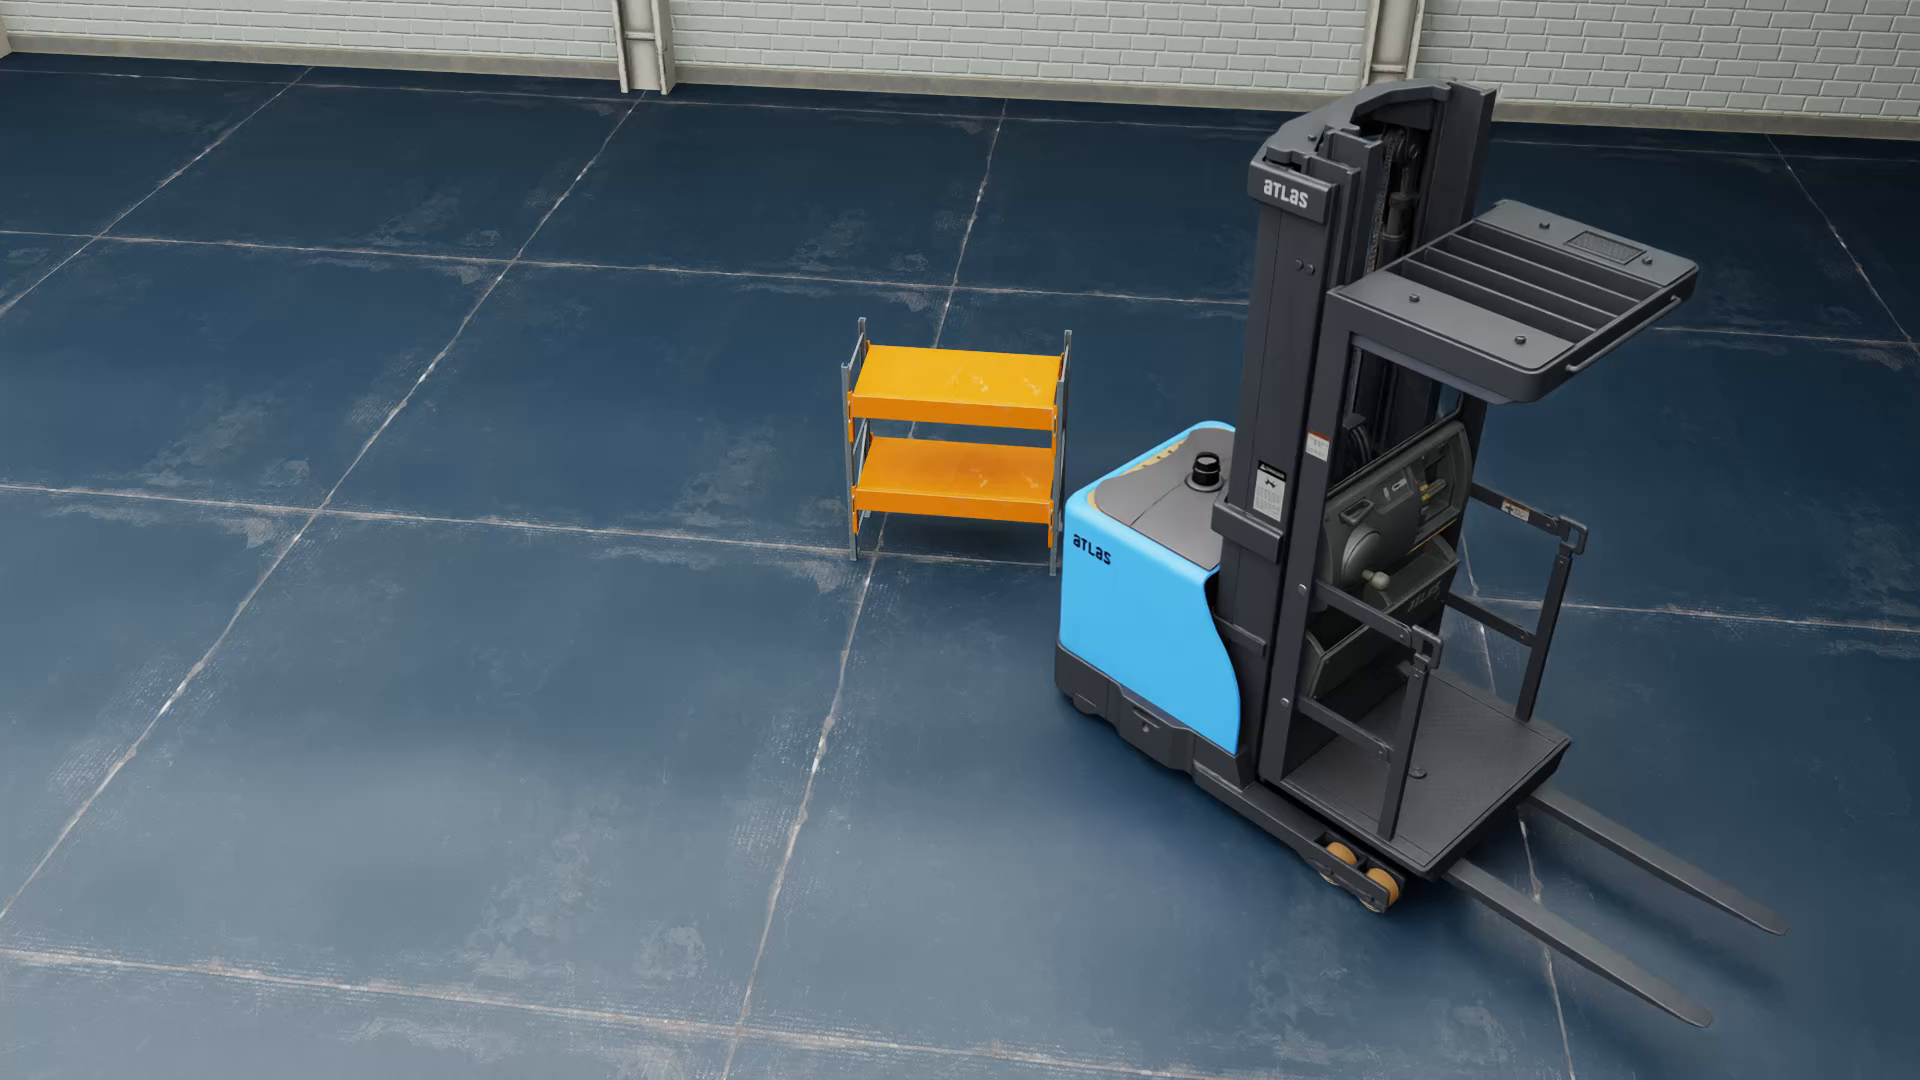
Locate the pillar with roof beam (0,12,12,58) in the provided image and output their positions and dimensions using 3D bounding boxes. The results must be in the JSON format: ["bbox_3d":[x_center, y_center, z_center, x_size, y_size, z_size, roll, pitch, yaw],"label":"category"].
[{"bbox_3d":[-9.101,-5.423,8.459,0.400,9.000,9.100,4,36,6],"label":"pillar with roof beam"}]

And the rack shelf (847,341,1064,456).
[{"bbox_3d":[-0.007,-0.697,8.111,1.000,0.278,0.538,4,36,6],"label":"rack shelf"}]

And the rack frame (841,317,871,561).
[{"bbox_3d":[-0.511,-0.496,8.334,0.032,1.125,0.500,4,36,6],"label":"rack frame"}]

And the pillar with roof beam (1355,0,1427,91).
[{"bbox_3d":[2.802,-4.535,7.215,0.400,9.000,9.100,4,36,6],"label":"pillar with roof beam"}]

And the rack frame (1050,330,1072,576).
[{"bbox_3d":[0.498,-0.421,8.228,0.032,1.125,0.500,4,36,6],"label":"rack frame"}]

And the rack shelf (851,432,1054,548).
[{"bbox_3d":[-0.007,-0.259,8.423,1.000,0.278,0.538,4,36,6],"label":"rack shelf"}]

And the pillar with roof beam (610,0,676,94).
[{"bbox_3d":[-3.150,-4.979,7.837,0.400,9.000,9.100,4,36,6],"label":"pillar with roof beam"}]

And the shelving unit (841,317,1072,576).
[{"bbox_3d":[-0.007,-0.458,8.281,1.048,1.125,0.538,4,36,6],"label":"shelving unit"}]

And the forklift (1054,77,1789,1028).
[{"bbox_3d":[1.810,-0.071,6.183,1.130,2.935,3.031,-29,45,-34],"label":"forklift"}]
